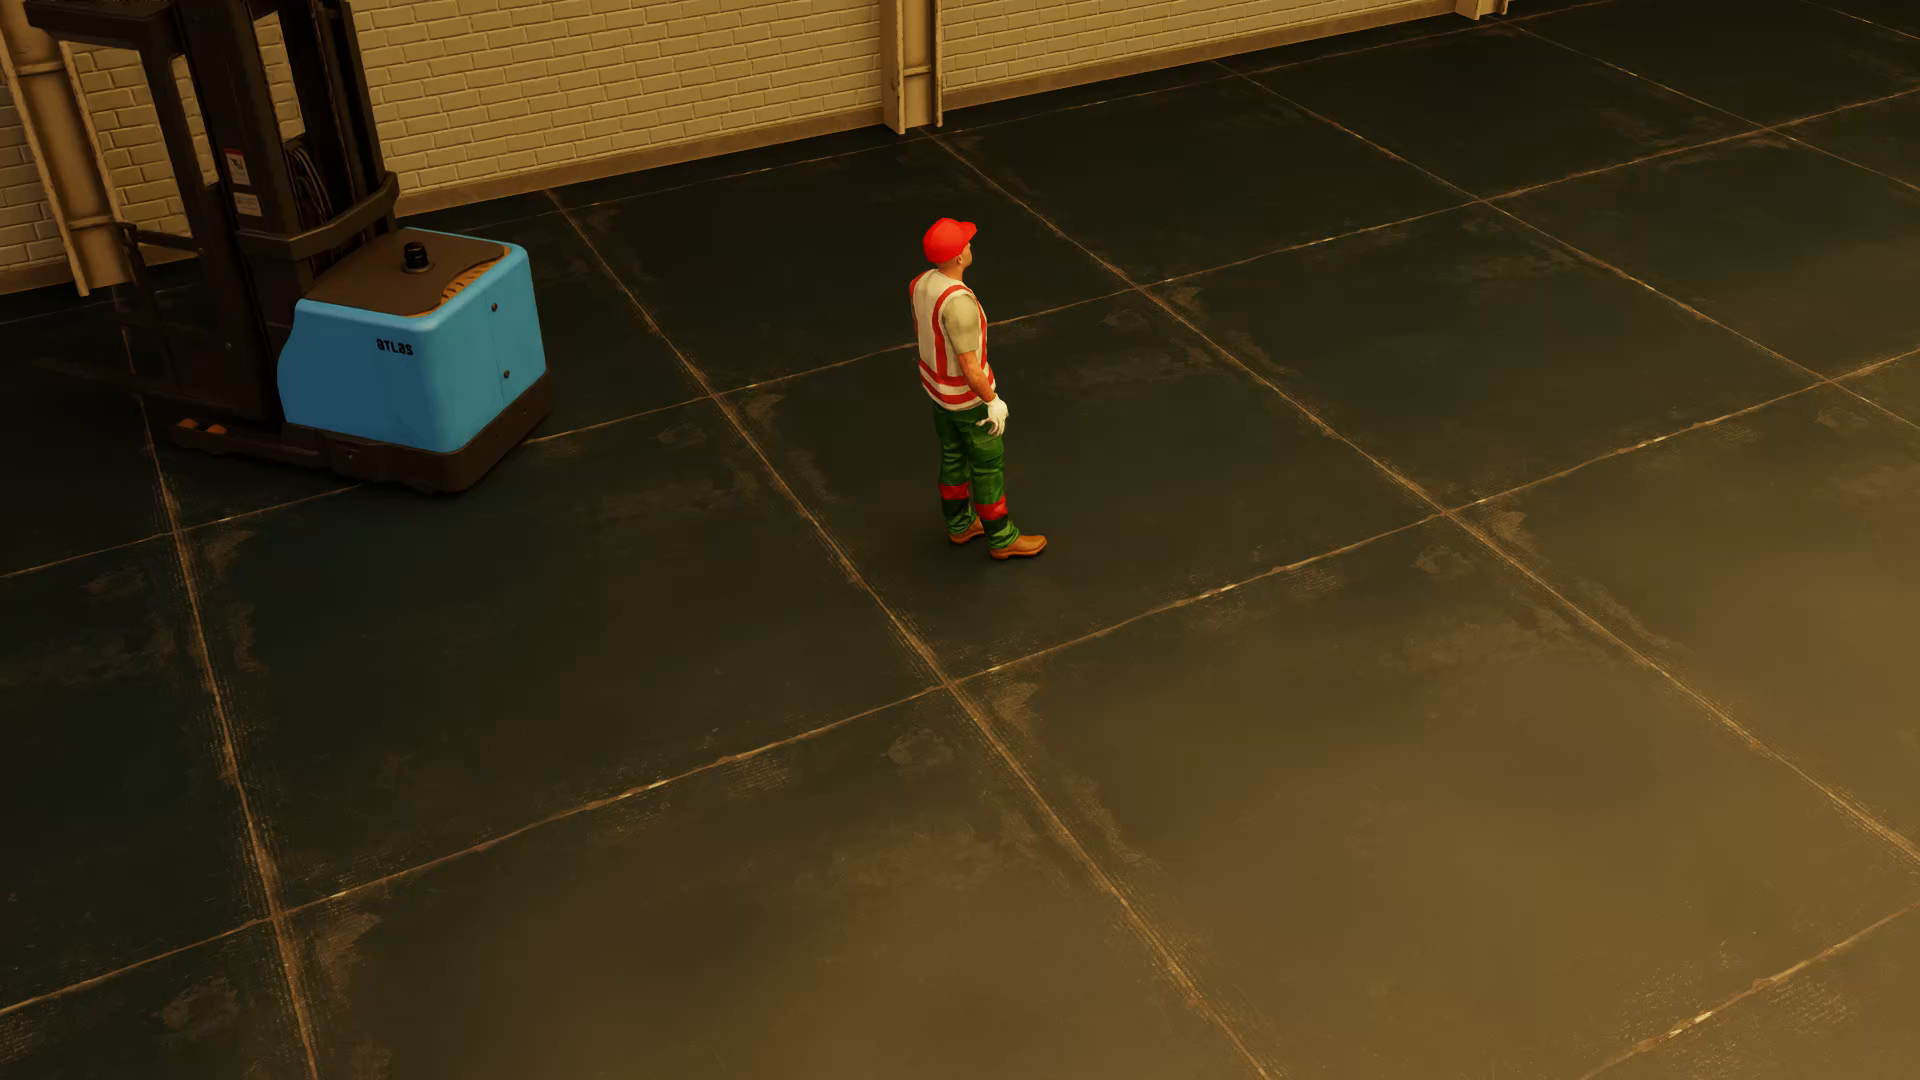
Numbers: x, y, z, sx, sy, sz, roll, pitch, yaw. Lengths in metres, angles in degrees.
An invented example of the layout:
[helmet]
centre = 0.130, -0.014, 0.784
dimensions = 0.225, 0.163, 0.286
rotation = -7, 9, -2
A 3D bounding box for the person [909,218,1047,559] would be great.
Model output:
[person]
centre = 0.076, -0.752, 8.164
dimensions = 0.564, 1.787, 0.638
rotation = -17, 39, -23

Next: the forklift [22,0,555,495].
[forklift]
centre = -3.919, -1.949, 8.880
dimensions = 3.031, 2.935, 1.130
rotation = 11, 37, 15
